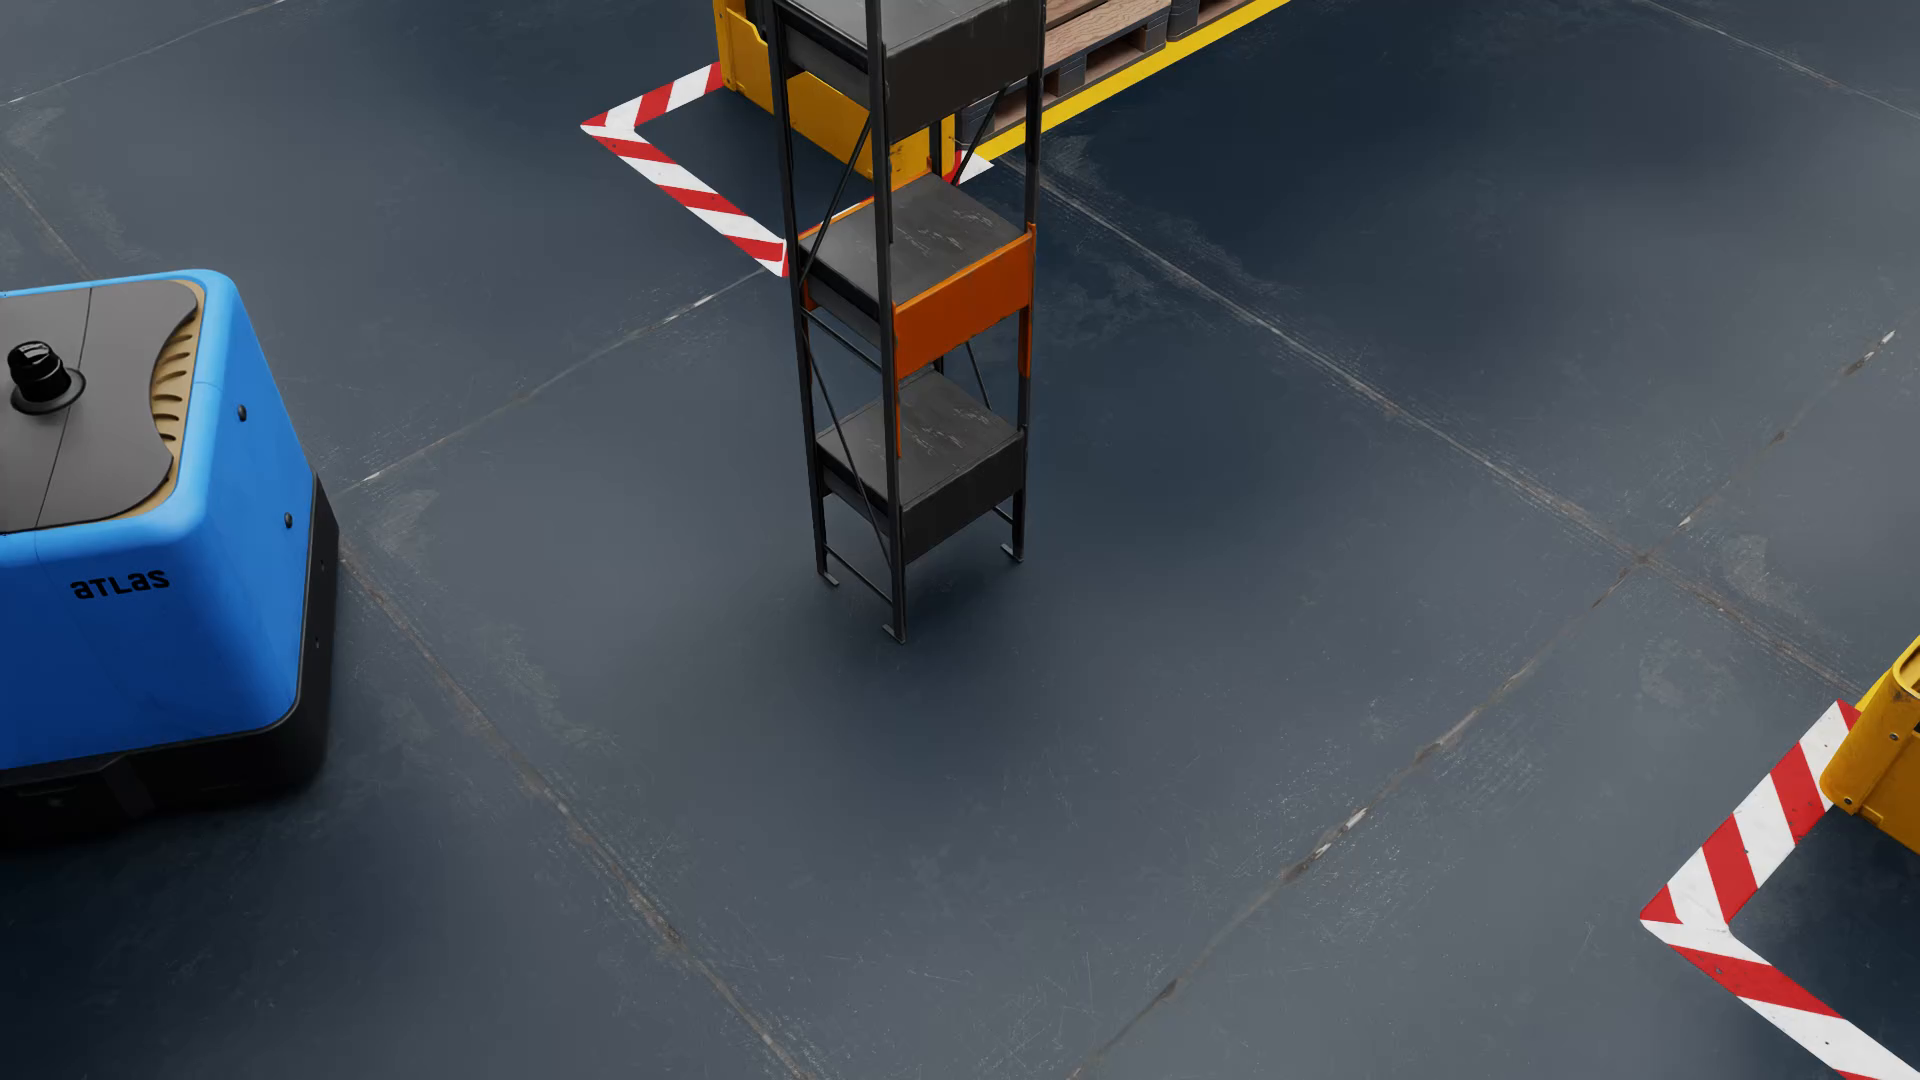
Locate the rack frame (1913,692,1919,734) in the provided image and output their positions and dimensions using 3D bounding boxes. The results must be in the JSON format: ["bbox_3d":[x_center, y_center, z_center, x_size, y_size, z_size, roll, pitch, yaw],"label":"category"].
[{"bbox_3d":[2.824,-0.060,3.264,0.127,3.000,1.000,-34,56,-27],"label":"rack frame"}]

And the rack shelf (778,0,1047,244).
[{"bbox_3d":[-0.122,-1.096,3.898,0.480,0.518,0.431,-34,56,-27],"label":"rack shelf"}]

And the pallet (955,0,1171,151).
[{"bbox_3d":[0.131,-2.196,7.133,1.213,0.211,1.003,-34,56,-27],"label":"pallet"}]

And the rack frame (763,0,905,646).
[{"bbox_3d":[-0.303,-0.510,4.291,0.015,2.100,0.400,-34,56,-27],"label":"rack frame"}]

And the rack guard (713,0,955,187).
[{"bbox_3d":[-0.514,-1.889,6.653,0.348,0.500,1.175,-34,56,-27],"label":"rack guard"}]

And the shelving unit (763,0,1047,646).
[{"bbox_3d":[-0.122,-0.630,4.403,0.503,2.100,0.431,-34,56,-27],"label":"shelving unit"}]

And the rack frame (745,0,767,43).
[{"bbox_3d":[-0.505,-2.755,5.751,0.127,3.000,1.000,-34,56,-27],"label":"rack frame"}]

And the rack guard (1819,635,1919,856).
[{"bbox_3d":[2.880,0.750,4.218,0.348,0.500,1.175,-34,56,-27],"label":"rack guard"}]

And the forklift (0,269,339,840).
[{"bbox_3d":[-3.330,-0.443,3.664,3.031,2.935,1.130,-9,48,-8],"label":"forklift"}]

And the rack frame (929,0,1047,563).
[{"bbox_3d":[0.058,-0.751,4.514,0.015,2.100,0.400,-34,56,-27],"label":"rack frame"}]

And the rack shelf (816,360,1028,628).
[{"bbox_3d":[-0.122,-0.146,4.927,0.480,0.518,0.431,-34,56,-27],"label":"rack shelf"}]

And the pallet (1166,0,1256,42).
[{"bbox_3d":[1.033,-2.797,7.687,1.213,0.211,1.003,-34,56,-27],"label":"pallet"}]

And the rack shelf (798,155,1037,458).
[{"bbox_3d":[-0.122,-0.621,4.413,0.480,0.518,0.431,-34,56,-27],"label":"rack shelf"}]
